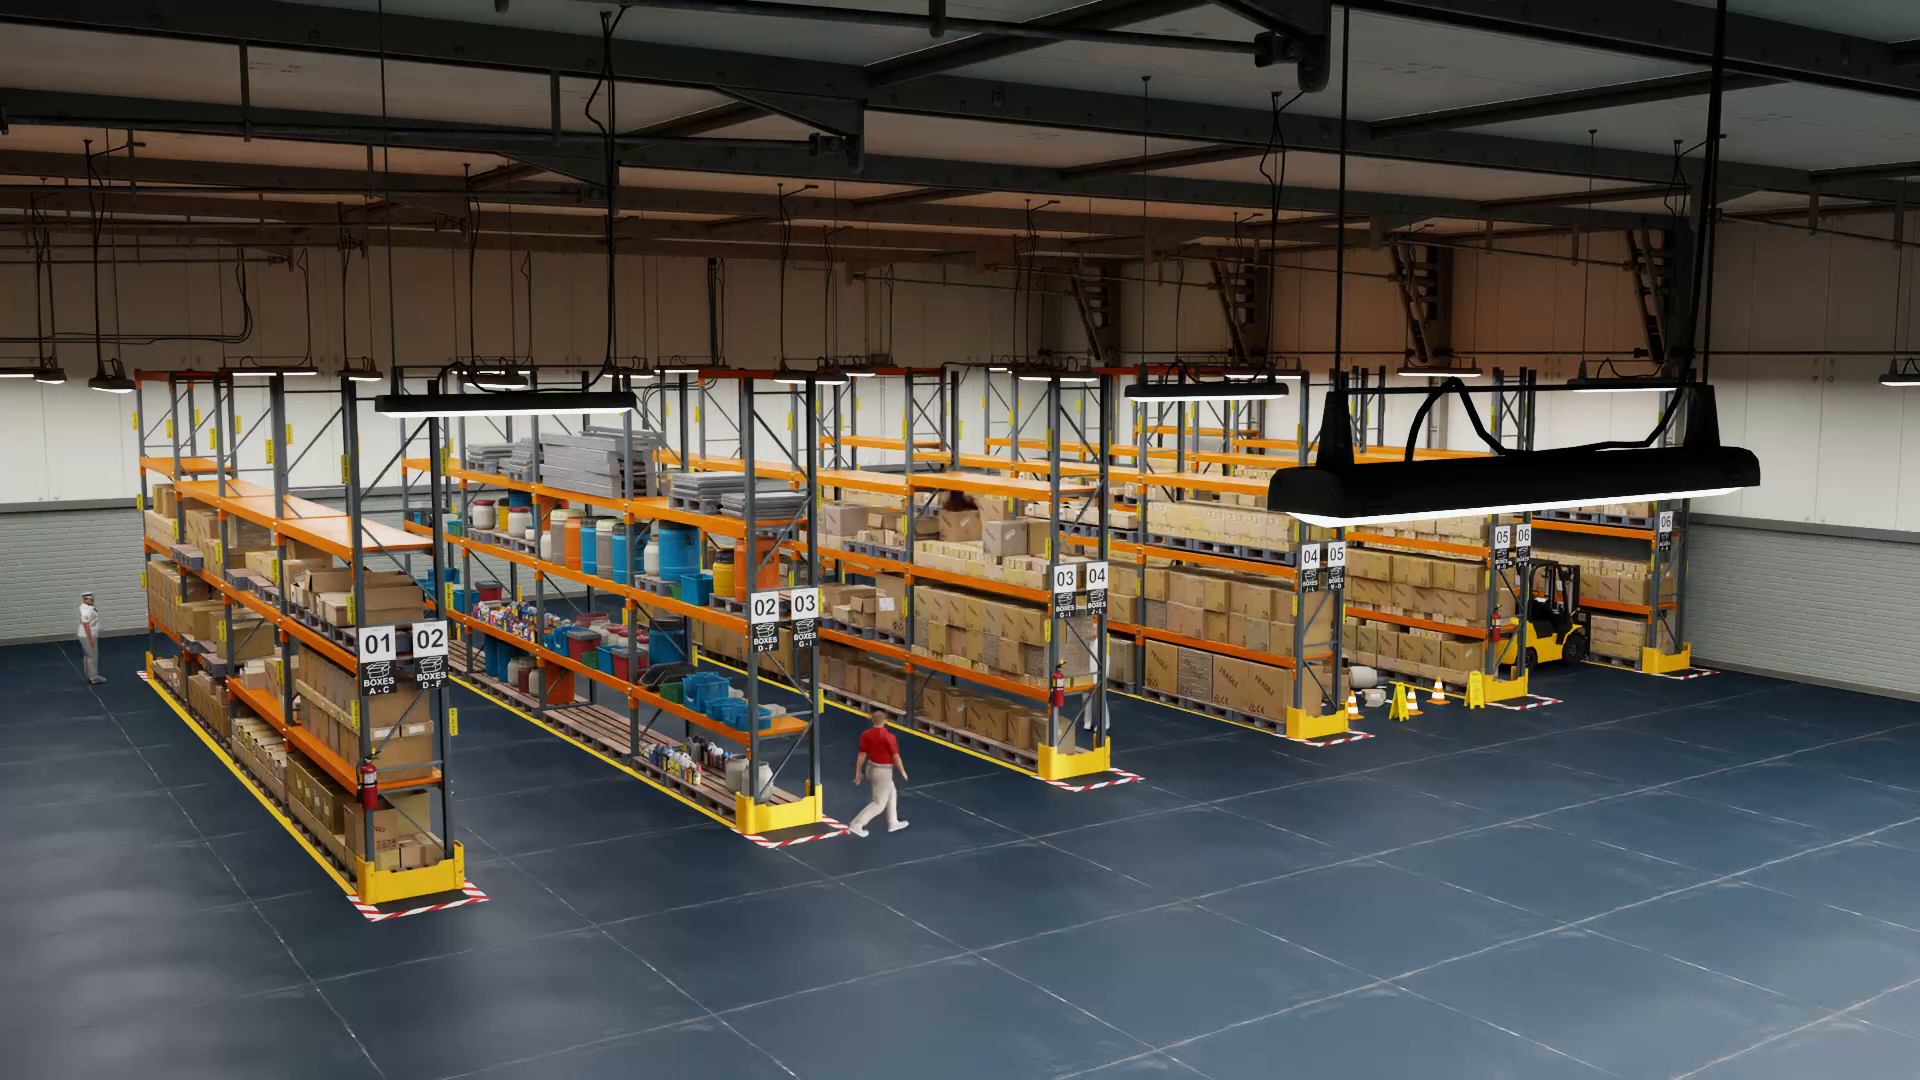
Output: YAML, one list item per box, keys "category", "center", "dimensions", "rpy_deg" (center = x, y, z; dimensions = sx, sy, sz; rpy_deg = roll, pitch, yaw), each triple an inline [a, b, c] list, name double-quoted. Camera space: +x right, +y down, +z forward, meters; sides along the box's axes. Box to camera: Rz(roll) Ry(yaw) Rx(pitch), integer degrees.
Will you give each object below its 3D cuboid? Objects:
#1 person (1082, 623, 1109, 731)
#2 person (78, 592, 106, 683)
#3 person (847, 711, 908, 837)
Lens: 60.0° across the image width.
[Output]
- category: "person"
  center: [2.218, 2.293, 27.990]
  dimensions: [0.602, 1.771, 0.491]
  rpy_deg: [3, 7, 25]
- category: "person"
  center: [-16.653, 1.859, 31.864]
  dimensions: [0.439, 1.755, 0.595]
  rpy_deg: [-4, 7, -31]
- category: "person"
  center: [-1.057, 3.048, 21.709]
  dimensions: [1.005, 1.670, 0.544]
  rpy_deg: [-4, 8, -31]
